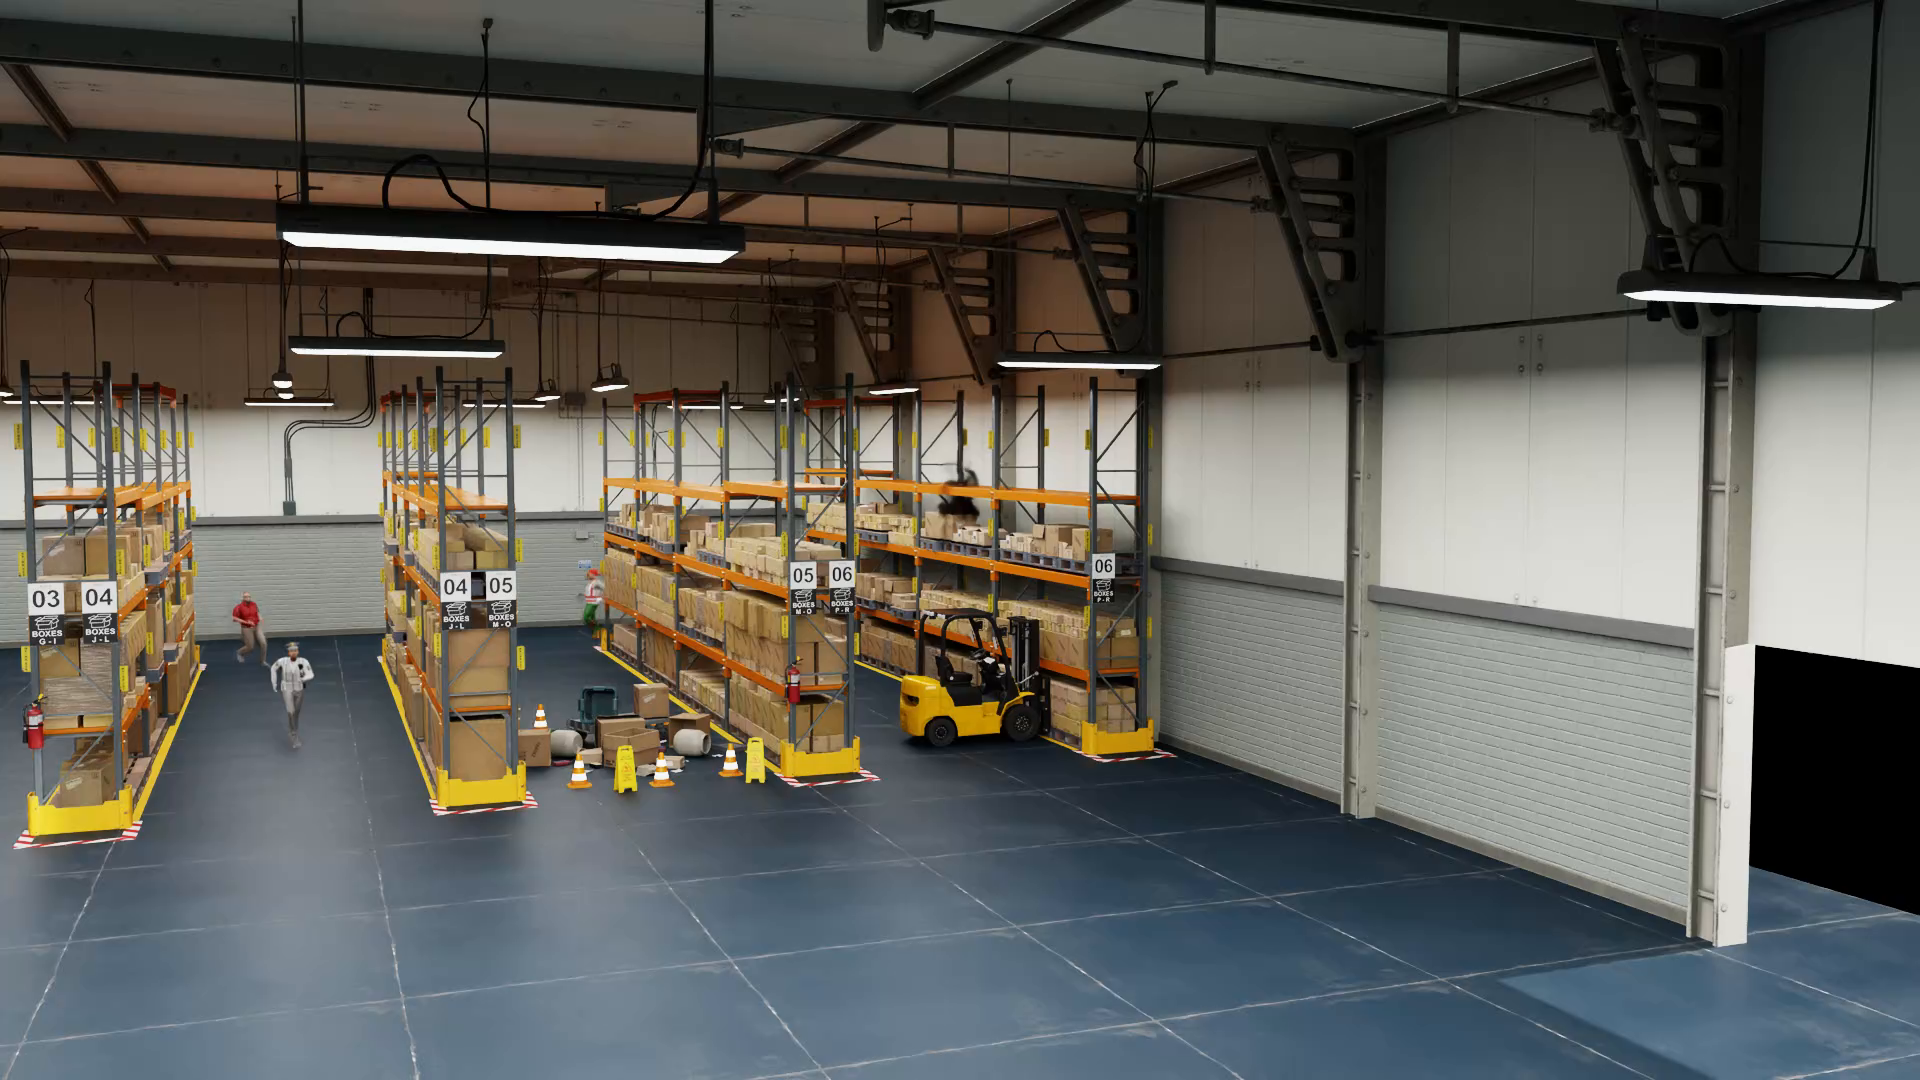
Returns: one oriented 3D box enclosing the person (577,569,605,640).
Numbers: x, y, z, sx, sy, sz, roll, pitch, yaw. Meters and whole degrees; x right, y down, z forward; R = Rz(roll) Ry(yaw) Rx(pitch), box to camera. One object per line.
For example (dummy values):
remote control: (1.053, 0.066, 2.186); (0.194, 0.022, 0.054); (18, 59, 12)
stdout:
person: (-9.257, 1.606, 41.655); (0.664, 1.762, 0.671); (-2, 4, -36)

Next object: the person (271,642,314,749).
person: (-10.970, 2.521, 27.359); (0.634, 1.721, 0.933); (-2, 4, -27)

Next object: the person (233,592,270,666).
person: (-15.746, 1.980, 36.806); (0.696, 1.666, 0.688); (2, 4, 31)
